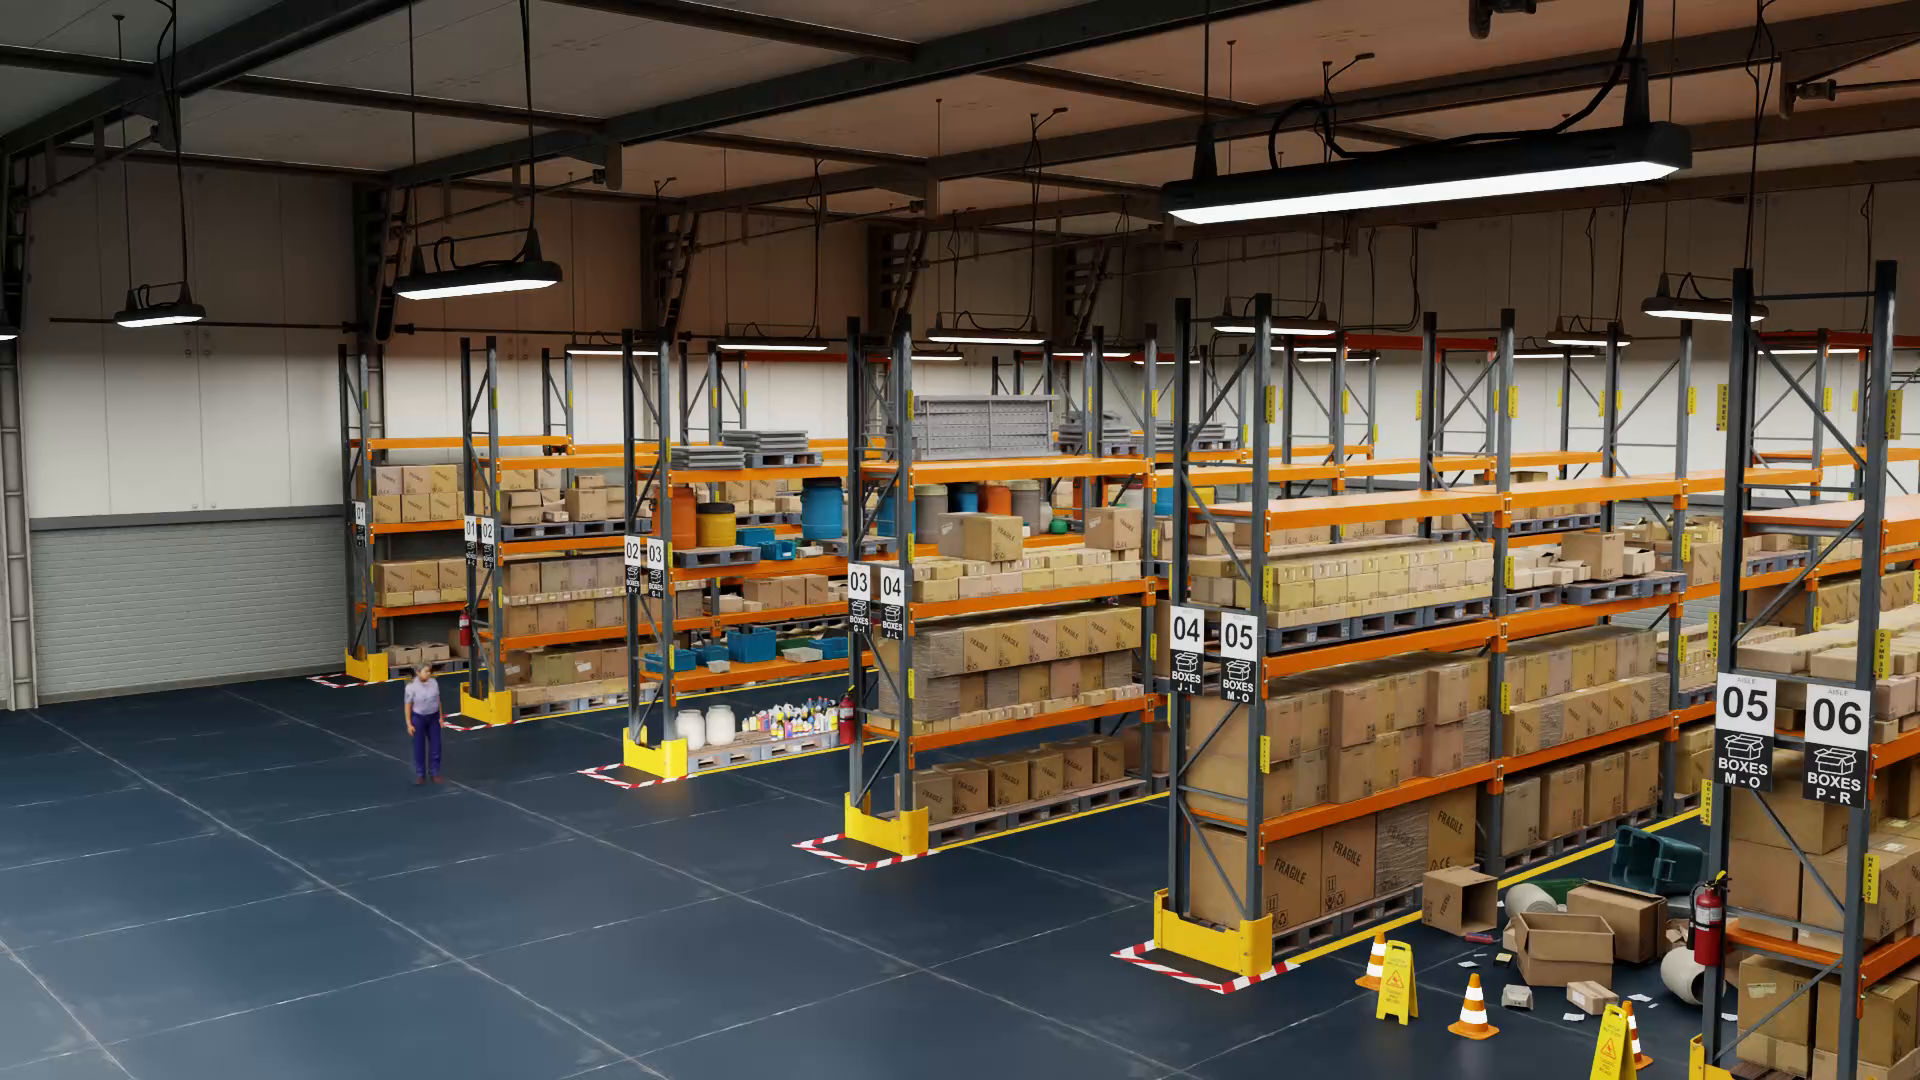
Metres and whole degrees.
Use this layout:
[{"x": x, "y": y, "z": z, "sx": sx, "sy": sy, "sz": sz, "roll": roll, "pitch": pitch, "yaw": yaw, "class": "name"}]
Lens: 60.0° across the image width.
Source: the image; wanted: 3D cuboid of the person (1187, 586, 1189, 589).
[{"x": 4.387, "y": 1.405, "z": 31.957, "sx": 1.051, "sy": 1.720, "sz": 0.650, "roll": -3, "pitch": 6, "yaw": -28, "class": "person"}]

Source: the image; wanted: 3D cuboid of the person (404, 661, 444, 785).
[{"x": -7.053, "y": 2.400, "z": 21.851, "sx": 0.507, "sy": 1.654, "sz": 0.390, "roll": -5, "pitch": 7, "yaw": -44, "class": "person"}]
